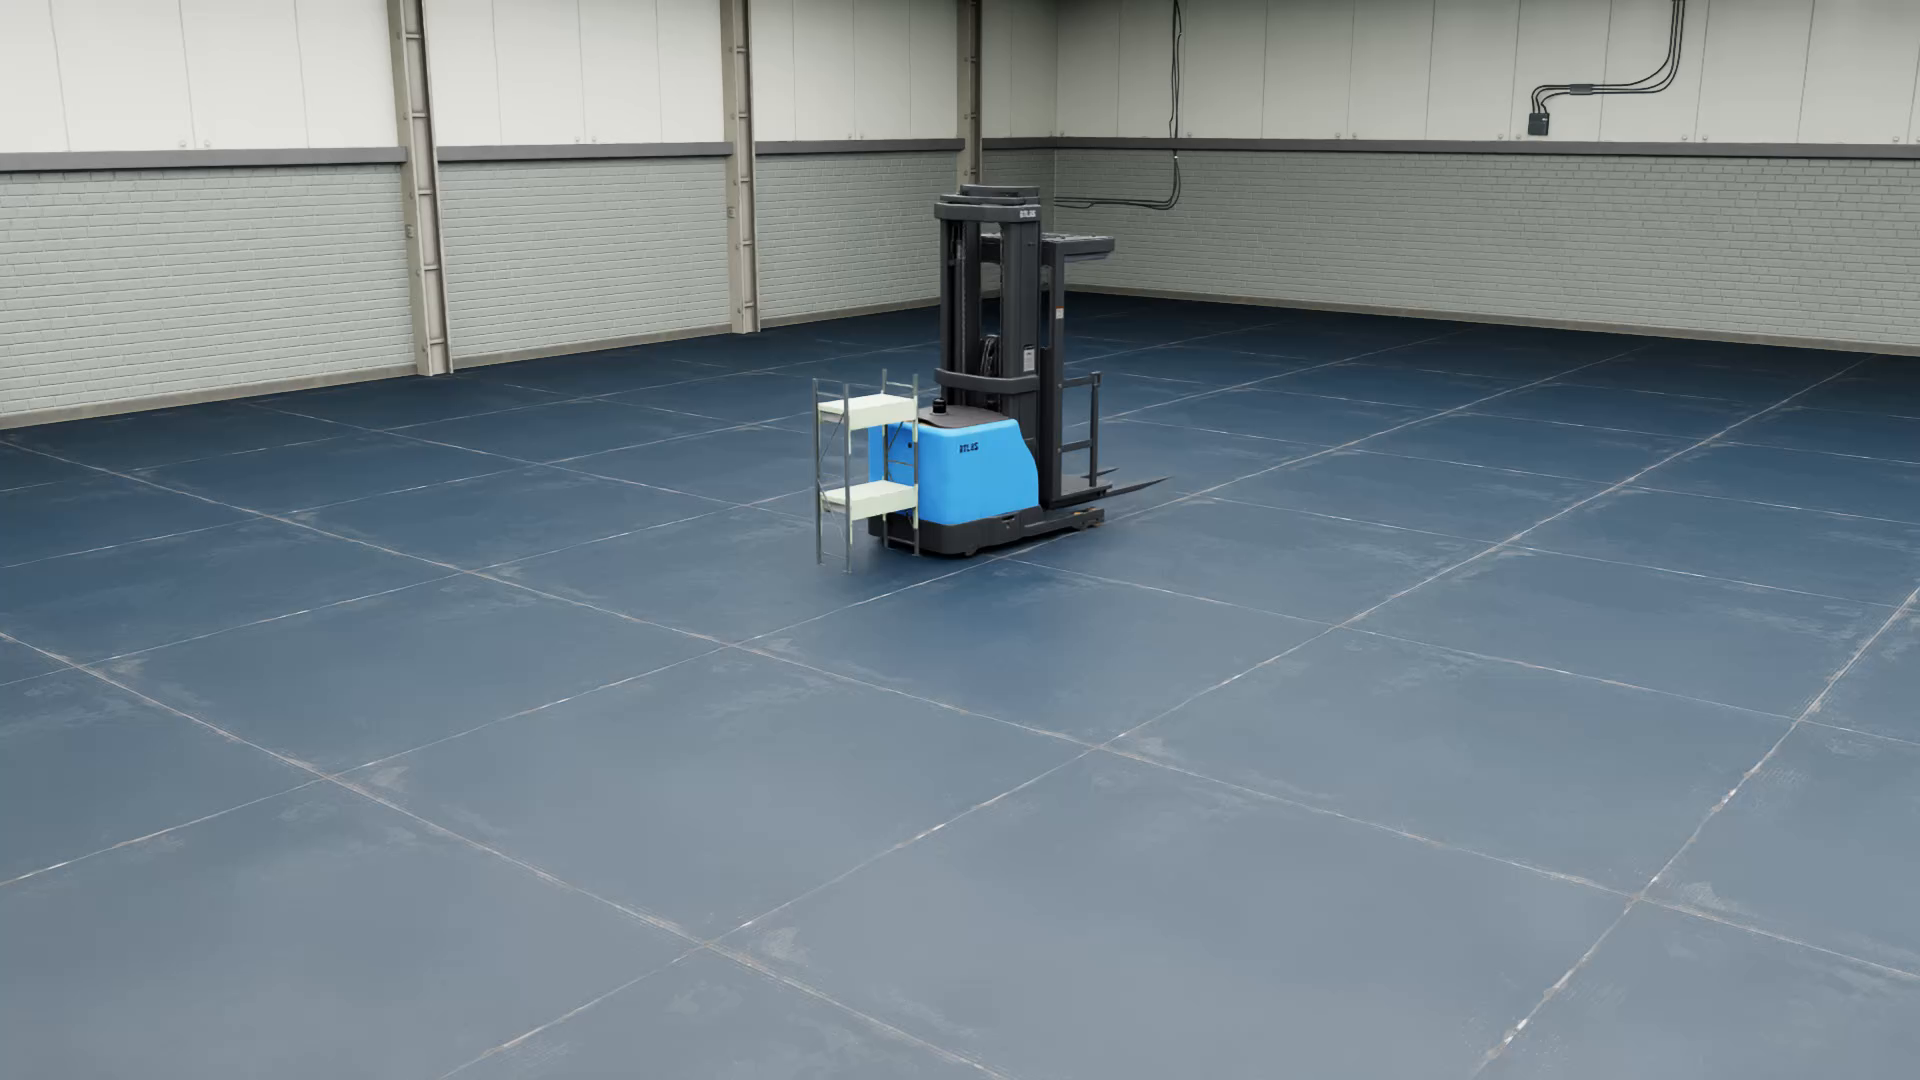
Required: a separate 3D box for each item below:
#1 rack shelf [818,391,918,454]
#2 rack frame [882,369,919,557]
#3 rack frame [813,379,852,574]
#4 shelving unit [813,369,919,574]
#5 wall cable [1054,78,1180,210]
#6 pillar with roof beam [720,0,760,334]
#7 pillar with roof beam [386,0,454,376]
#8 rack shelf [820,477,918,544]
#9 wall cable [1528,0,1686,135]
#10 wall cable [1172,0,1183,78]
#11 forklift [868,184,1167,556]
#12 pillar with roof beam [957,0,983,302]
[{"bbox_3d":[-0.742,-0.938,13.183,0.720,0.370,0.431,-14,20,-43],"label":"rack shelf"},{"bbox_3d":[-0.481,-0.623,13.528,0.023,1.500,0.400,-14,20,-43],"label":"rack frame"},{"bbox_3d":[-1.002,-0.496,13.029,0.023,1.500,0.400,-14,20,-43],"label":"rack frame"},{"bbox_3d":[-0.742,-0.559,13.279,0.755,1.500,0.431,-14,20,-43],"label":"shelving unit"},{"bbox_3d":[3.061,-7.851,33.058,3.097,2.526,0.112,11,18,38],"label":"wall cable"},{"bbox_3d":[-0.242,-7.181,24.115,9.100,9.000,0.400,11,18,38],"label":"pillar with roof beam"},{"bbox_3d":[-4.013,-6.032,19.592,9.100,9.000,0.400,11,18,38],"label":"pillar with roof beam"},{"bbox_3d":[-0.742,-0.243,13.359,0.720,0.370,0.431,-14,20,-43],"label":"rack shelf"},{"bbox_3d":[10.435,-9.532,26.462,2.305,6.003,0.169,11,18,38],"label":"wall cable"},{"bbox_3d":[5.165,-9.880,30.788,3.097,2.526,0.112,11,18,38],"label":"wall cable"},{"bbox_3d":[0.624,-1.579,14.387,3.031,2.935,1.130,-14,20,-43],"label":"forklift"},{"bbox_3d":[3.529,-8.330,28.638,9.100,9.000,0.400,11,18,38],"label":"pillar with roof beam"}]
